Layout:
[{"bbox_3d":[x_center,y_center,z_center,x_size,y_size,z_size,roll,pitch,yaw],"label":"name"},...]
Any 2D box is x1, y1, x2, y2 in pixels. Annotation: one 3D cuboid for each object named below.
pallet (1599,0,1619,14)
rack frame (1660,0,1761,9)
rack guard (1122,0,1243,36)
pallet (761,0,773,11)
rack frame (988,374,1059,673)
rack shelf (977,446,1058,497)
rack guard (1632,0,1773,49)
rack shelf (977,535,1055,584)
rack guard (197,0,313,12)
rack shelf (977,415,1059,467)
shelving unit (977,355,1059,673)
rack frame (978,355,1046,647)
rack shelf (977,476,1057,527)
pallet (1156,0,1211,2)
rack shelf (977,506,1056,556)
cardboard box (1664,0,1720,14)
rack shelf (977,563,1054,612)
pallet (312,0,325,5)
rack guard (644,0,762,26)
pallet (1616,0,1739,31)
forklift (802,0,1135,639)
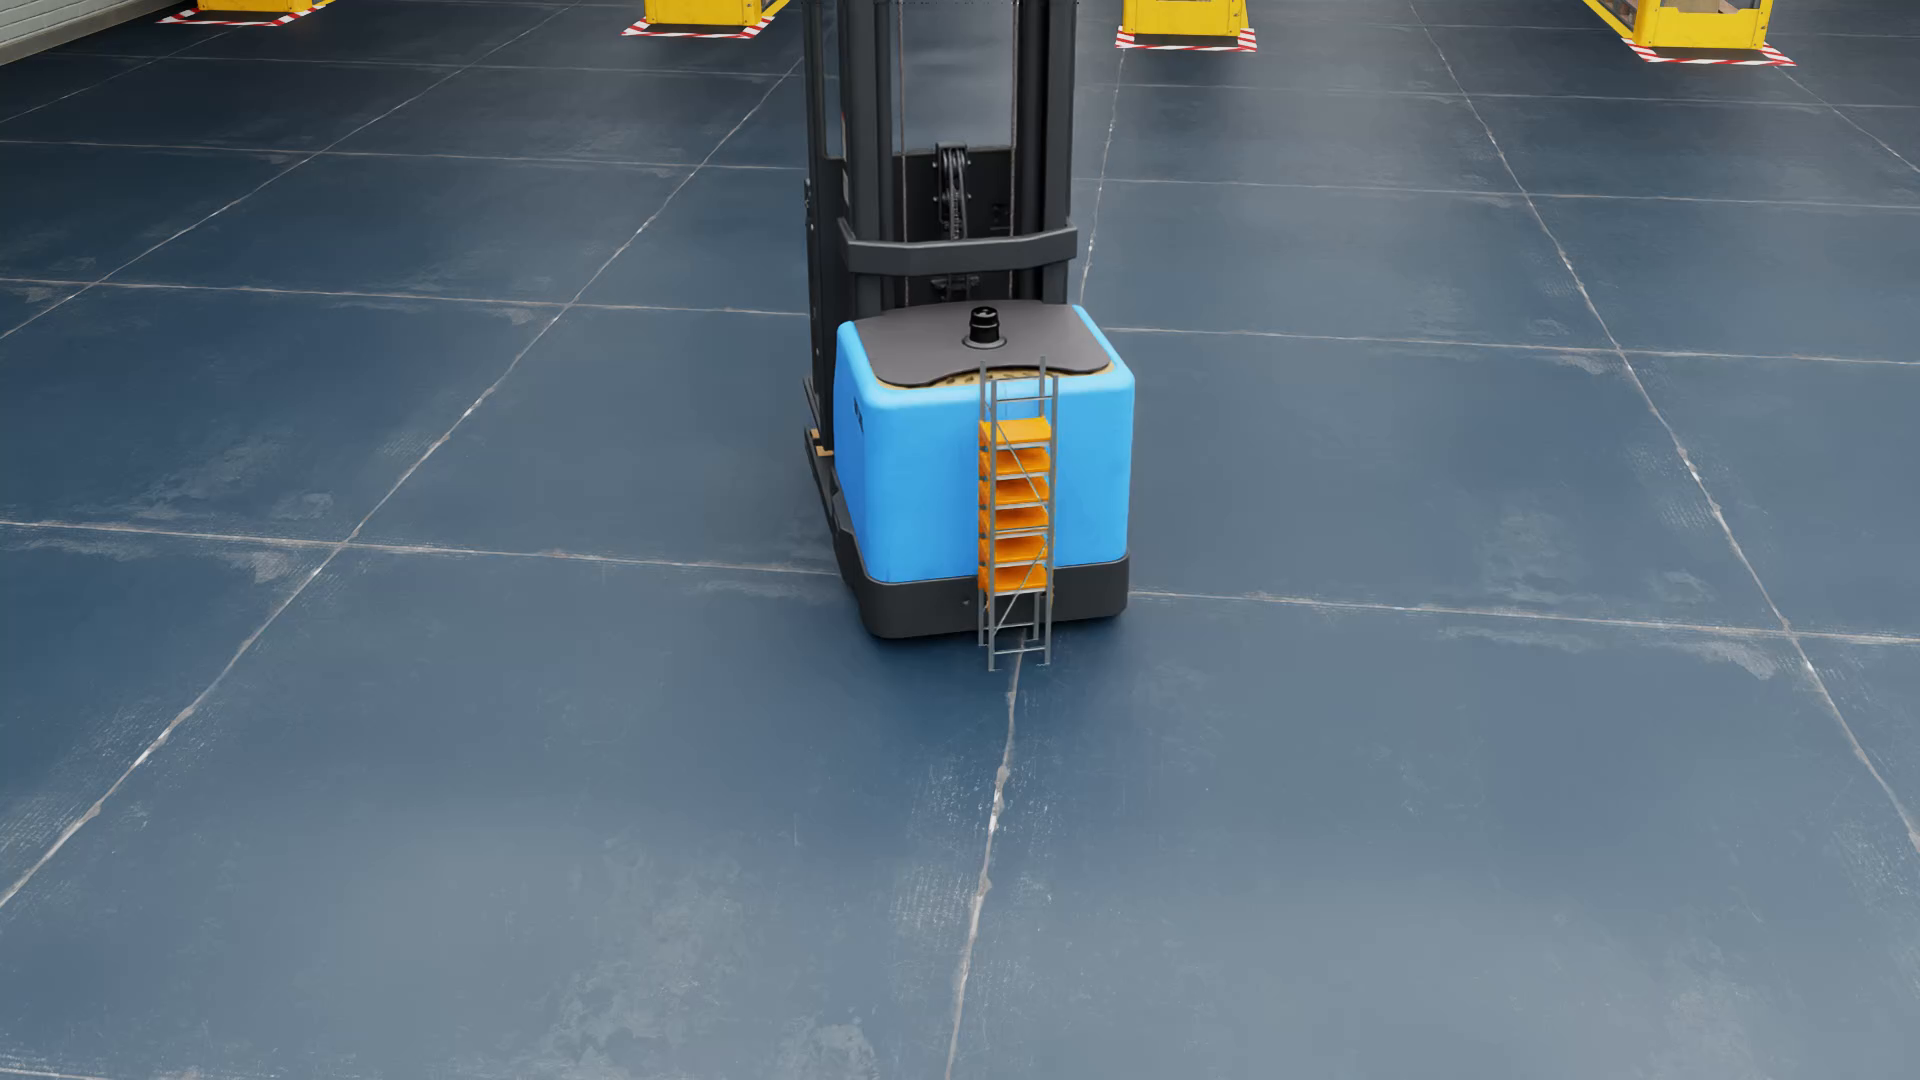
[{"bbox_3d":[7.480,-5.889,17.958,1.003,0.211,1.213,3,28,6],"label":"pallet"},{"bbox_3d":[7.184,-6.128,15.461,1.000,3.000,0.127,3,28,6],"label":"rack frame"},{"bbox_3d":[2.231,-5.354,16.660,1.175,0.500,0.348,3,28,6],"label":"rack guard"},{"bbox_3d":[-2.595,-5.840,17.867,1.003,0.211,1.213,3,28,6],"label":"pallet"},{"bbox_3d":[0.225,-0.037,6.054,0.240,1.200,0.006,-5,29,-10],"label":"rack frame"},{"bbox_3d":[0.207,-0.252,6.040,0.258,0.103,0.180,-5,29,-10],"label":"rack shelf"},{"bbox_3d":[7.193,-5.063,16.121,1.175,0.500,0.348,3,28,6],"label":"rack guard"},{"bbox_3d":[0.207,0.065,6.211,0.258,0.103,0.180,-5,29,-10],"label":"rack shelf"},{"bbox_3d":[-7.555,-5.927,17.724,1.175,0.500,0.348,3,28,6],"label":"rack guard"},{"bbox_3d":[0.207,-0.358,5.984,0.258,0.103,0.180,-5,29,-10],"label":"rack shelf"},{"bbox_3d":[0.207,-0.080,6.133,0.258,1.200,0.189,-5,29,-10],"label":"shelving unit"},{"bbox_3d":[0.189,-0.122,6.212,0.240,1.200,0.006,-5,29,-10],"label":"rack frame"},{"bbox_3d":[0.207,-0.146,6.097,0.258,0.103,0.180,-5,29,-10],"label":"rack shelf"},{"bbox_3d":[2.336,-5.608,17.438,1.003,0.211,1.213,3,28,6],"label":"pallet"},{"bbox_3d":[0.207,-0.041,6.154,0.258,0.103,0.180,-5,29,-10],"label":"rack shelf"},{"bbox_3d":[7.277,-5.505,16.498,0.500,0.500,0.500,9,30,16],"label":"cardboard box"},{"bbox_3d":[0.207,0.171,6.268,0.258,0.103,0.180,-5,29,-10],"label":"rack shelf"},{"bbox_3d":[-7.420,-6.180,18.498,1.003,0.211,1.213,3,28,6],"label":"pallet"},{"bbox_3d":[-2.650,-5.593,17.105,1.175,0.500,0.348,3,28,6],"label":"rack guard"},{"bbox_3d":[7.328,-5.316,16.895,1.003,0.211,1.213,3,28,6],"label":"pallet"},{"bbox_3d":[-0.127,-1.591,7.113,1.130,2.935,3.031,-5,29,-10],"label":"forklift"}]
